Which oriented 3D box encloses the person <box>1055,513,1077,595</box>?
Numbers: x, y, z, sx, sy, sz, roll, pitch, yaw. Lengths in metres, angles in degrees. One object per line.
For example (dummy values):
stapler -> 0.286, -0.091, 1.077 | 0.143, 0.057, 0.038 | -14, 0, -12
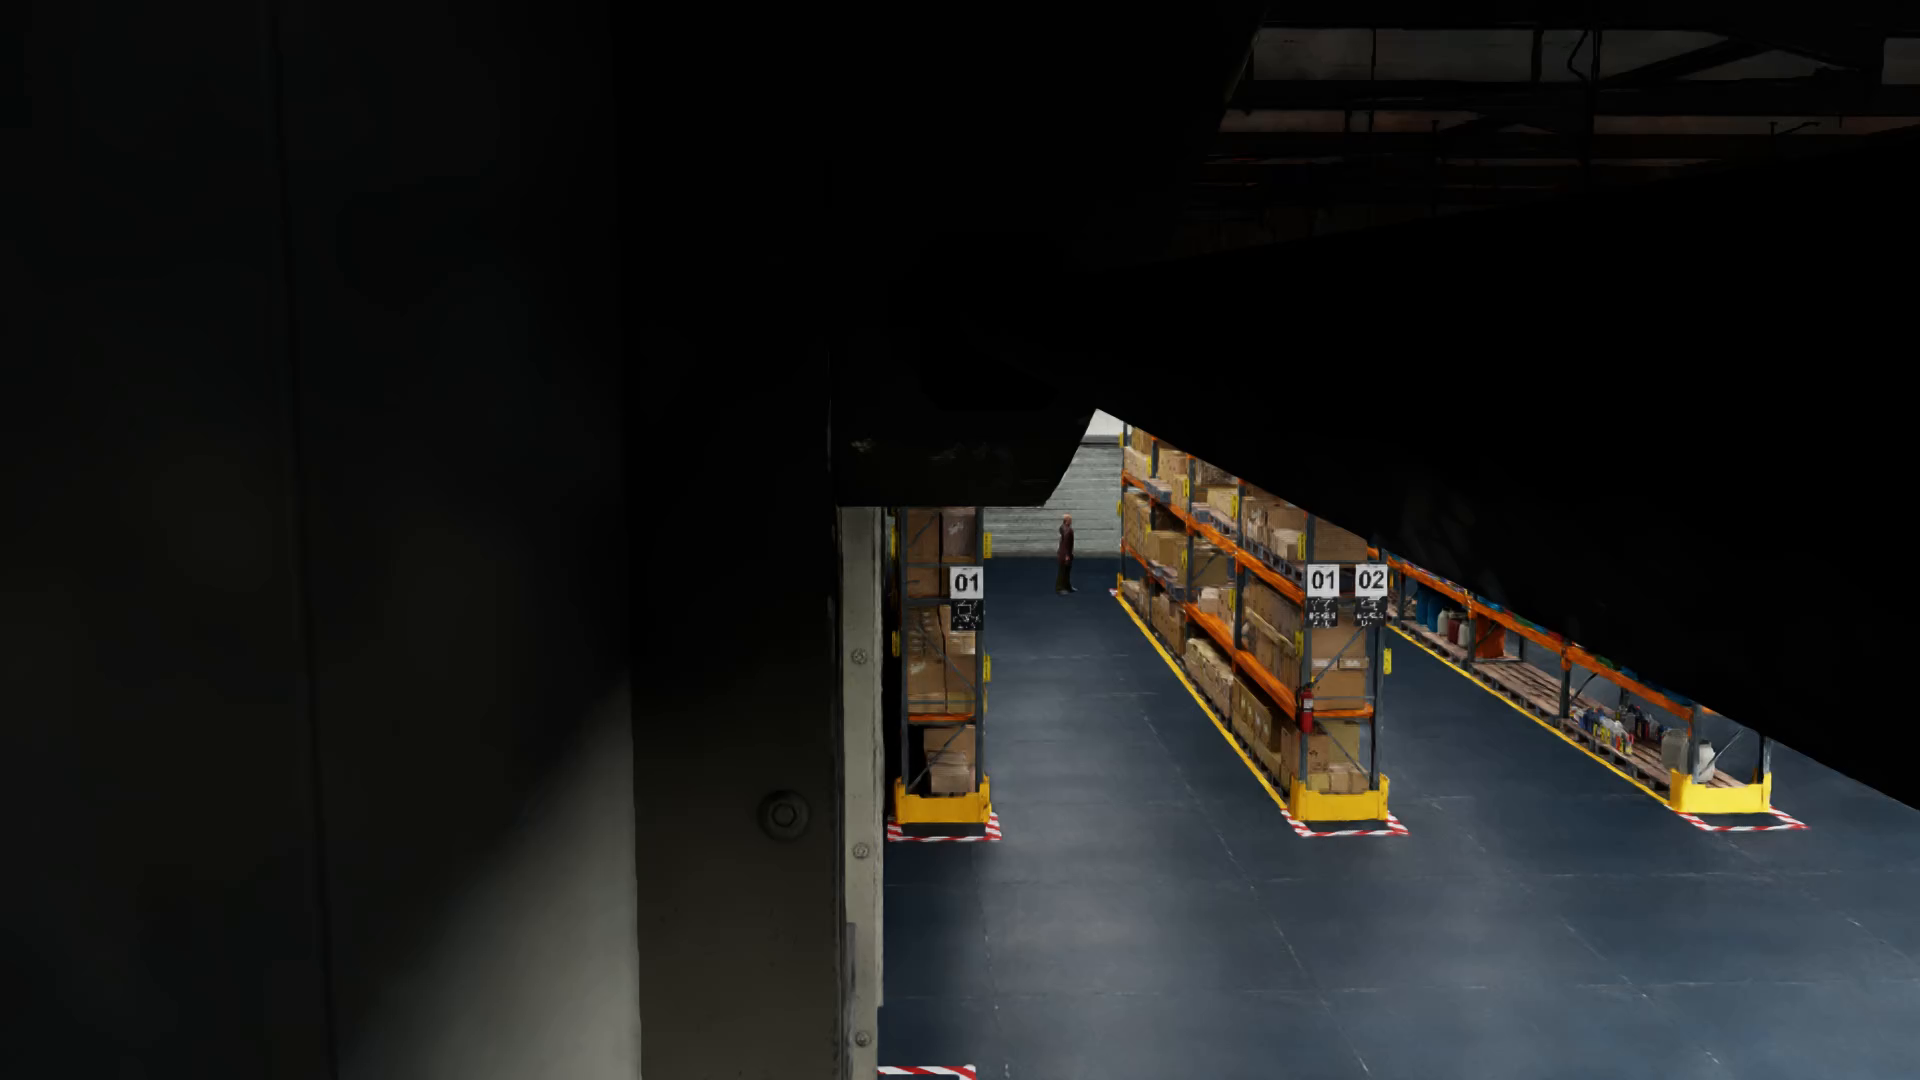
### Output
person -> 2.353, 0.291, 36.660 | 0.527, 1.777, 0.671 | 0, 8, -1
